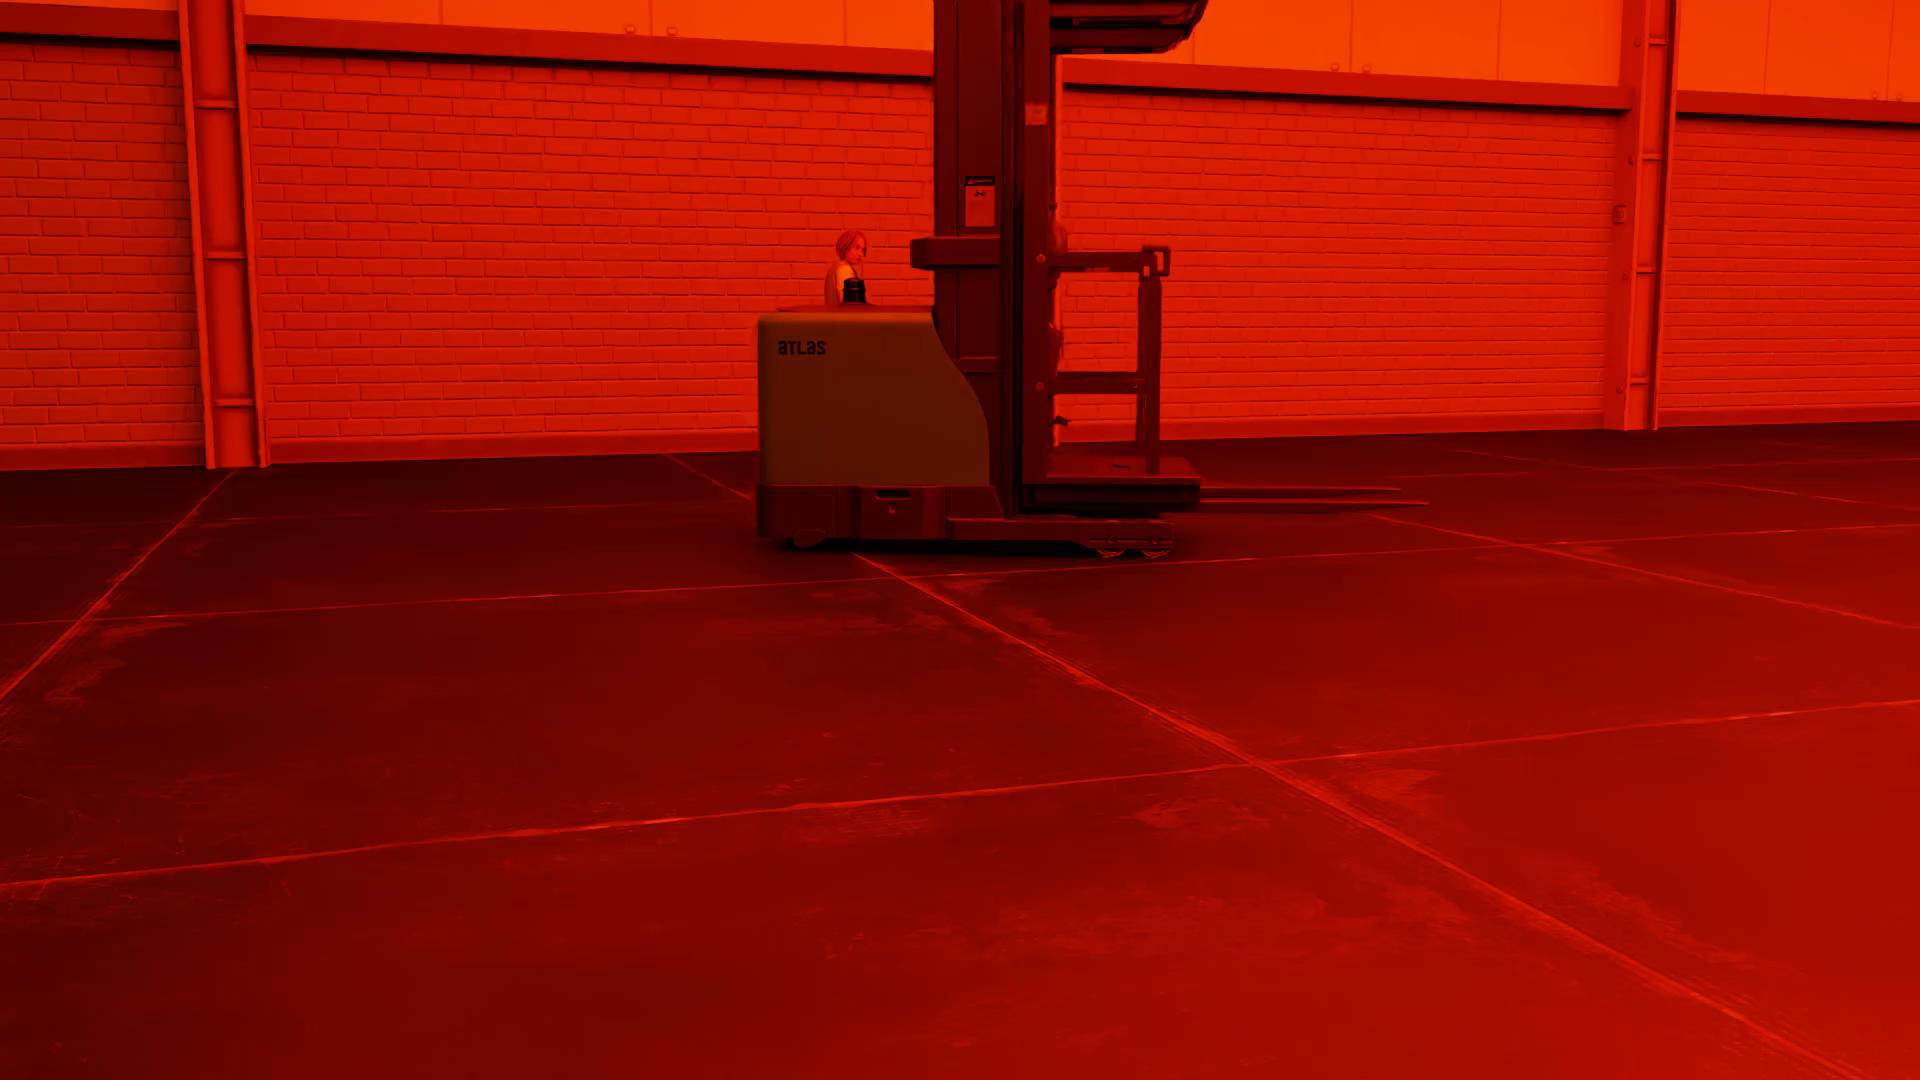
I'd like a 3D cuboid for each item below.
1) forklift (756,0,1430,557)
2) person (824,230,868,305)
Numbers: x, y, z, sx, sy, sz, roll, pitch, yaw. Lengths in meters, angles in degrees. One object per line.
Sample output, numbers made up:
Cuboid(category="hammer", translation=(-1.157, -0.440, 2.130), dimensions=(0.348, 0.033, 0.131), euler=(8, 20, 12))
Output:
Cuboid(category="forklift", translation=(0.615, -1.449, 7.702), dimensions=(3.031, 2.935, 1.130), euler=(0, 8, 3))
Cuboid(category="person", translation=(-0.695, -1.210, 10.762), dimensions=(0.439, 1.565, 0.614), euler=(-4, 9, -25))
